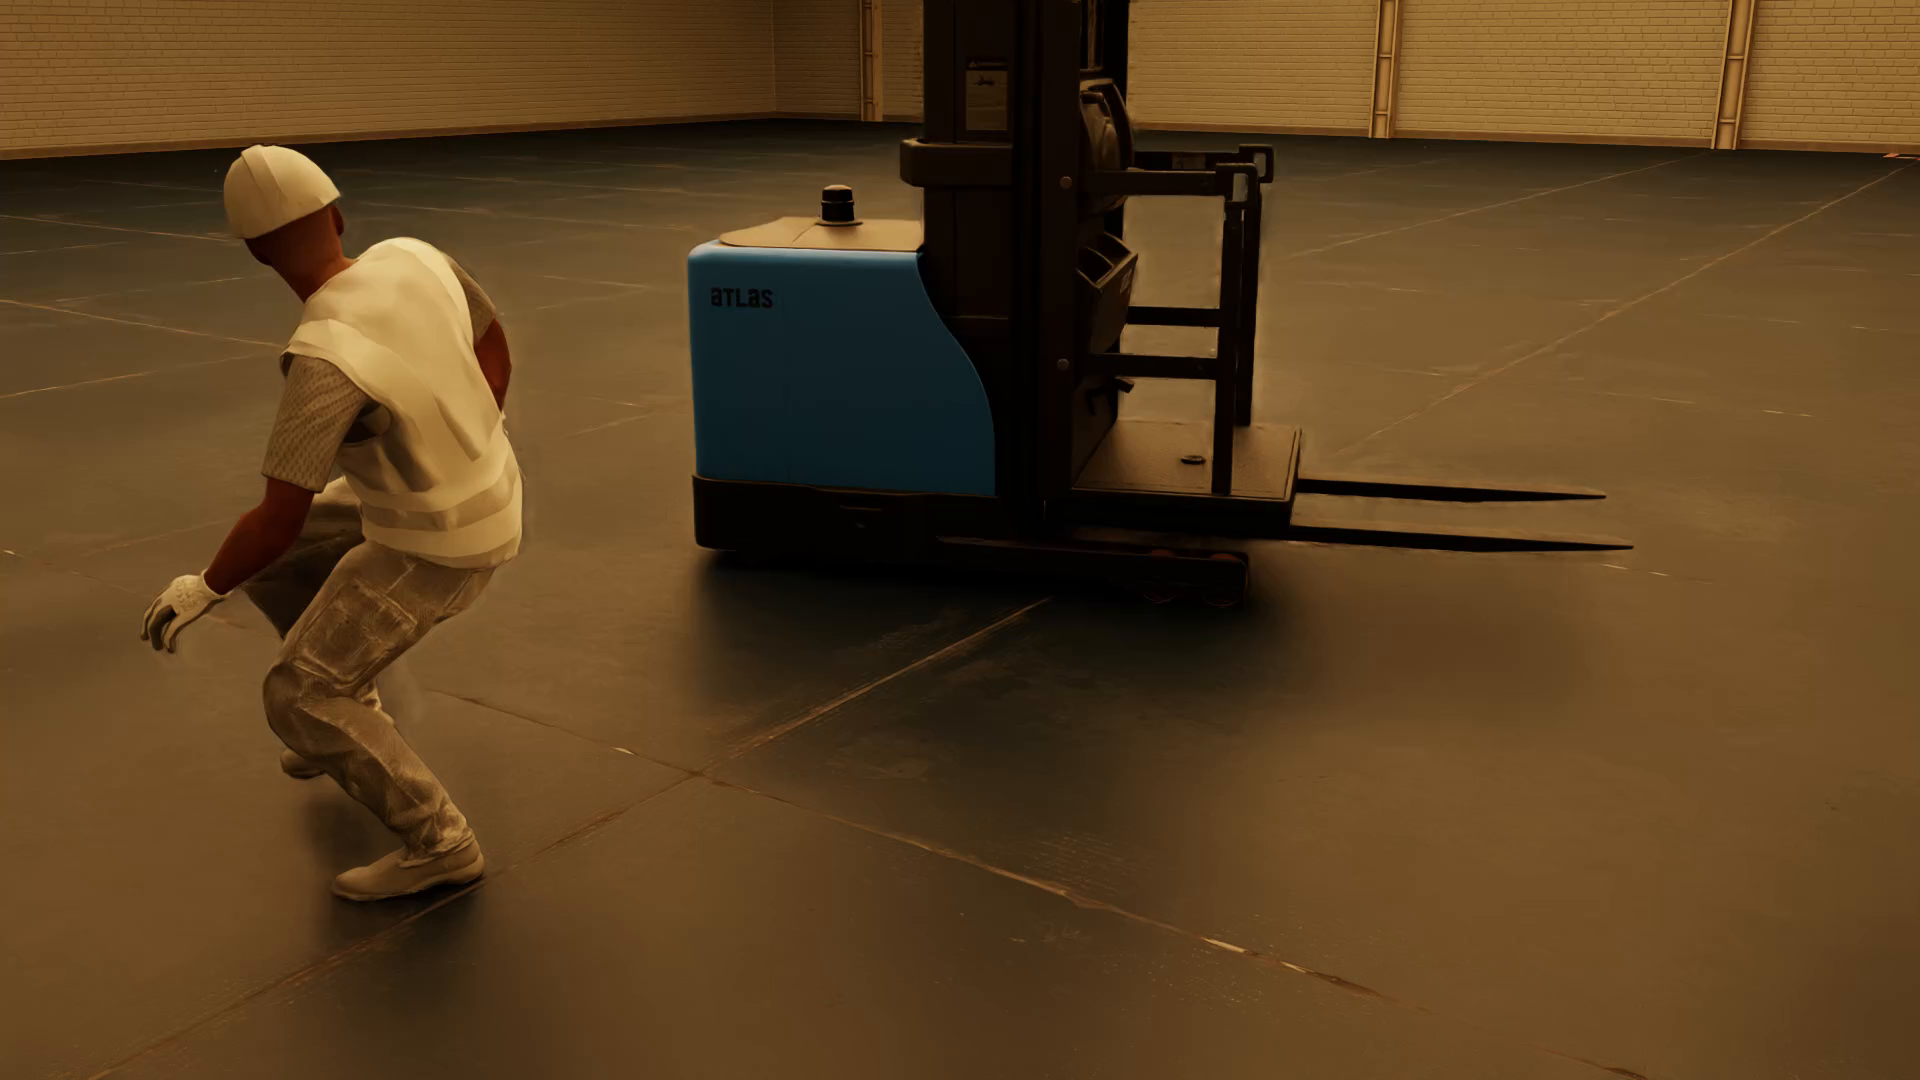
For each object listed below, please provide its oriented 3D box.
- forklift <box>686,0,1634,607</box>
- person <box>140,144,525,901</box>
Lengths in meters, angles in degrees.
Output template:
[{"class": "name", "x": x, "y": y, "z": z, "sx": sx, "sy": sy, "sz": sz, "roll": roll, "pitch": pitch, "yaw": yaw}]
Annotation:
[{"class": "forklift", "x": 0.666, "y": -1.360, "z": 5.381, "sx": 3.031, "sy": 2.935, "sz": 1.130, "roll": 4, "pitch": 17, "yaw": 12}, {"class": "person", "x": -1.311, "y": -0.063, "z": 3.555, "sx": 0.719, "sy": 1.540, "sz": 0.822, "roll": -2, "pitch": 17, "yaw": -8}]
